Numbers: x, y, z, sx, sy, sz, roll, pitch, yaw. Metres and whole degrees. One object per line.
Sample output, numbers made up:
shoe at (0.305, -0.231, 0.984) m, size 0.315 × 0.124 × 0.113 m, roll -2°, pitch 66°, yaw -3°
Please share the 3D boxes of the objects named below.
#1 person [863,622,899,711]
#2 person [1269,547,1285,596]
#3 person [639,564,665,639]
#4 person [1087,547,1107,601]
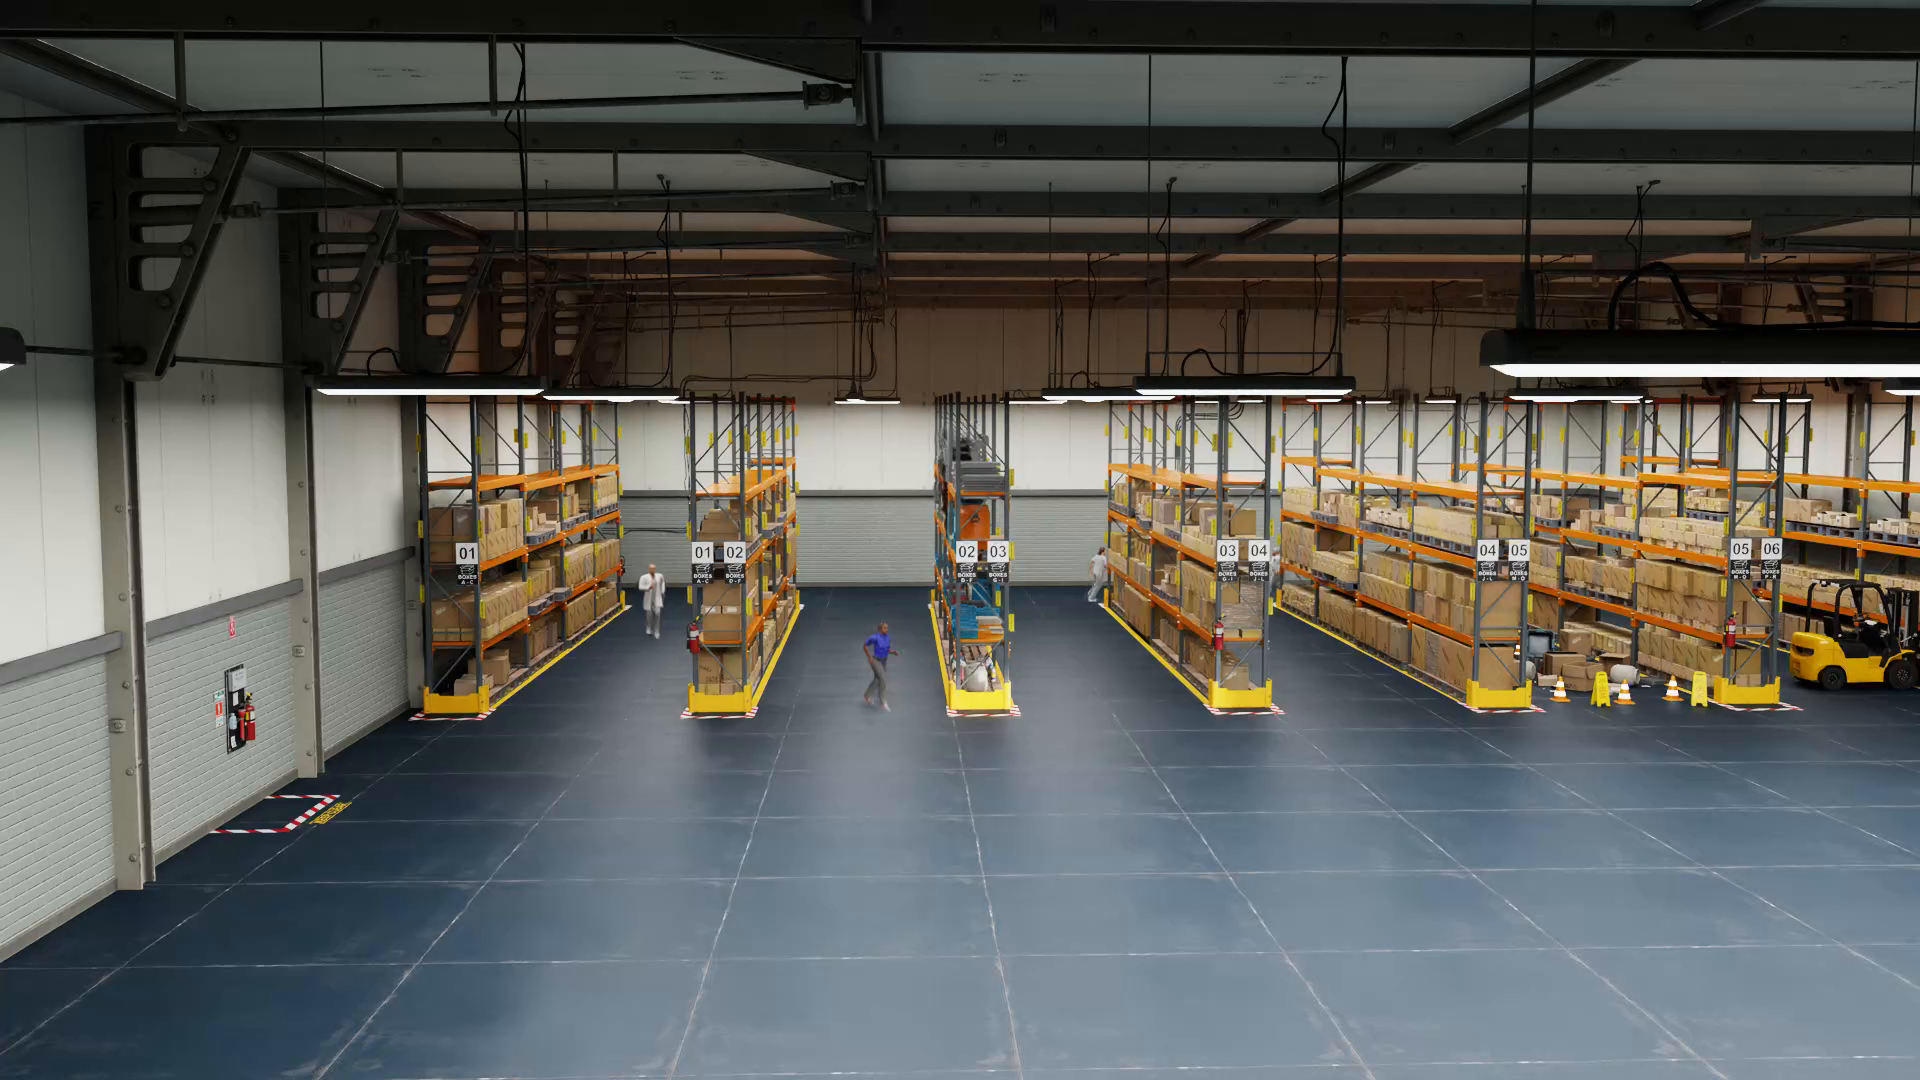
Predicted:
person at (-1.525, 2.395, 31.561) m, size 0.835 × 1.713 × 0.507 m, roll 3°, pitch 6°, yaw 35°
person at (9.341, 1.002, 49.007) m, size 0.944 × 1.606 × 0.694 m, roll -1°, pitch 5°, yaw -7°
person at (-7.662, 1.503, 41.364) m, size 0.676 × 1.822 × 0.977 m, roll -2°, pitch 5°, yaw -18°
person at (4.096, 1.008, 48.810) m, size 0.635 × 1.585 × 0.657 m, roll -3°, pitch 5°, yaw -29°
